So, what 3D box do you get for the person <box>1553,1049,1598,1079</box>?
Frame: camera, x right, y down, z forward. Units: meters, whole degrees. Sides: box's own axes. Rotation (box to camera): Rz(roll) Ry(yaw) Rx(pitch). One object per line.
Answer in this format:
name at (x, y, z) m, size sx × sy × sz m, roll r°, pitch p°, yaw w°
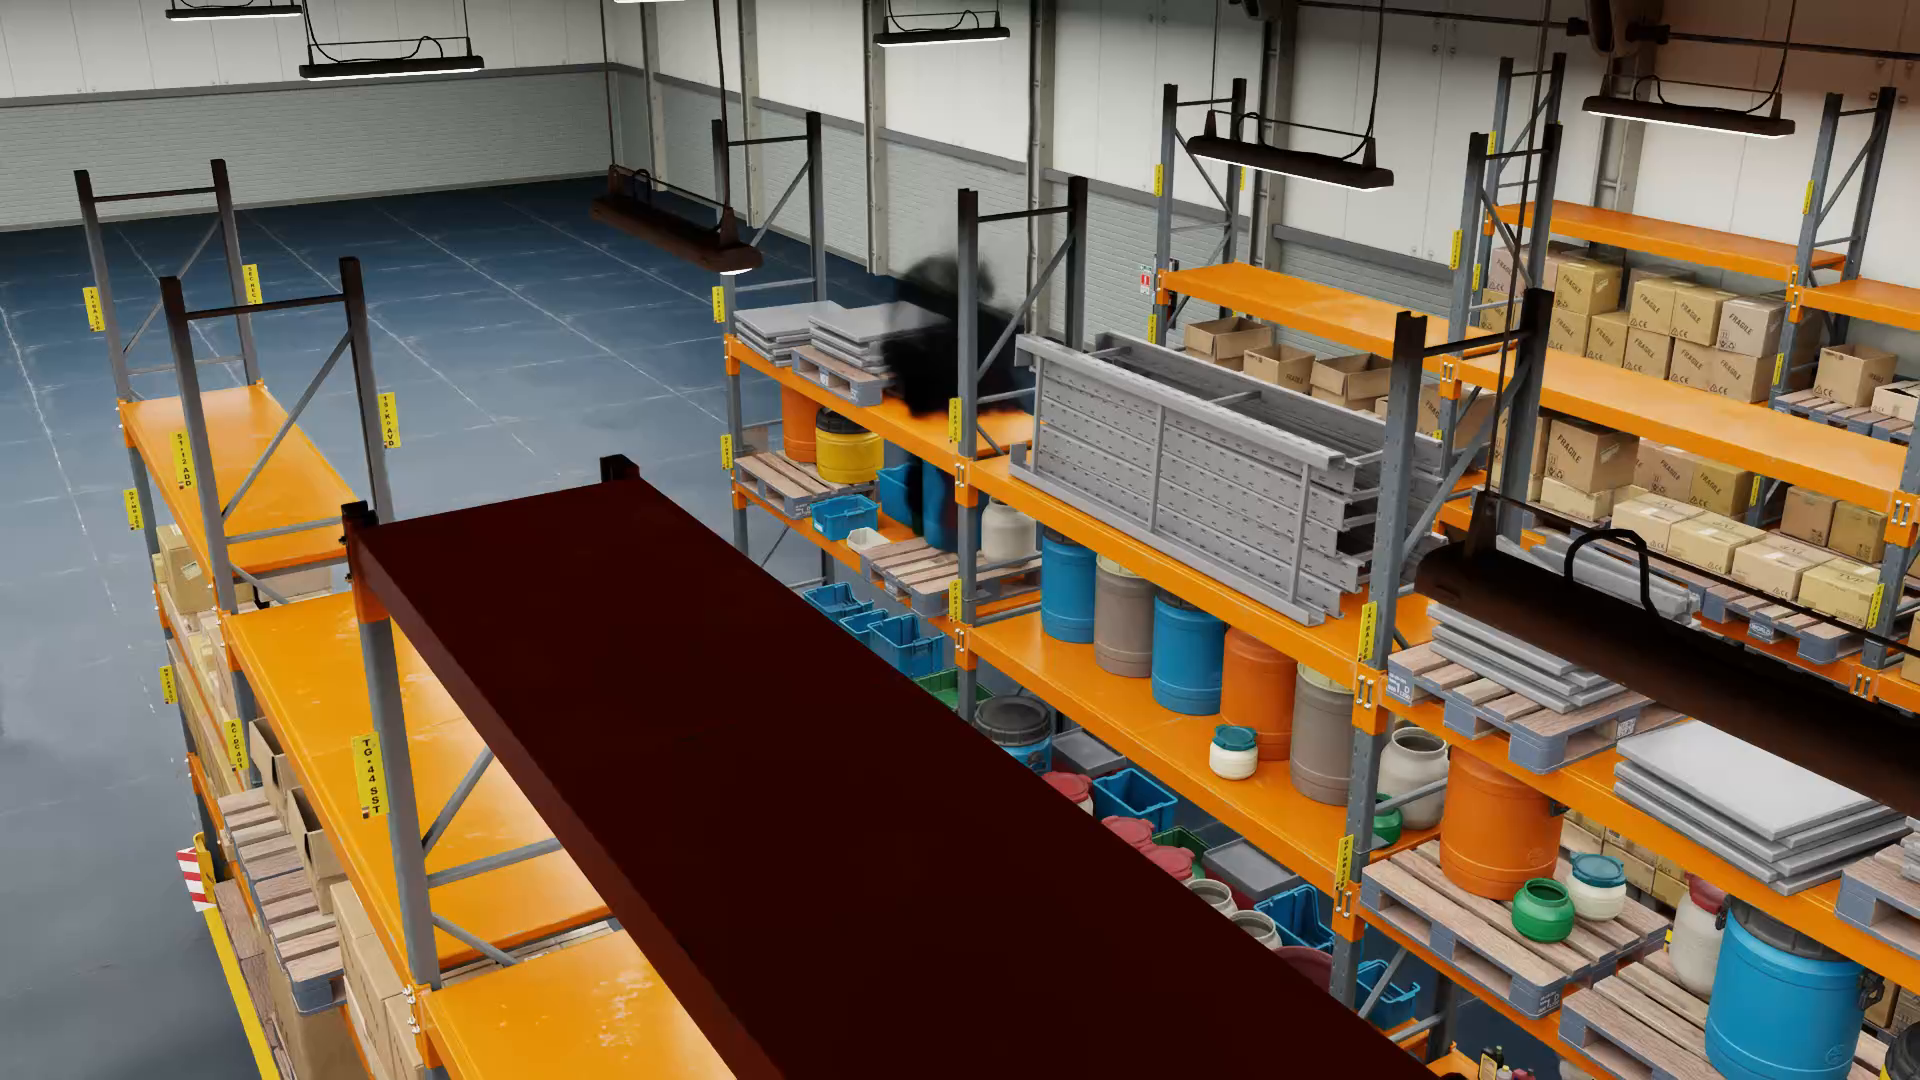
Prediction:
person at (3.973, 3.373, 10.504) m, size 0.659 × 1.773 × 1.003 m, roll -16°, pitch 27°, yaw -34°
